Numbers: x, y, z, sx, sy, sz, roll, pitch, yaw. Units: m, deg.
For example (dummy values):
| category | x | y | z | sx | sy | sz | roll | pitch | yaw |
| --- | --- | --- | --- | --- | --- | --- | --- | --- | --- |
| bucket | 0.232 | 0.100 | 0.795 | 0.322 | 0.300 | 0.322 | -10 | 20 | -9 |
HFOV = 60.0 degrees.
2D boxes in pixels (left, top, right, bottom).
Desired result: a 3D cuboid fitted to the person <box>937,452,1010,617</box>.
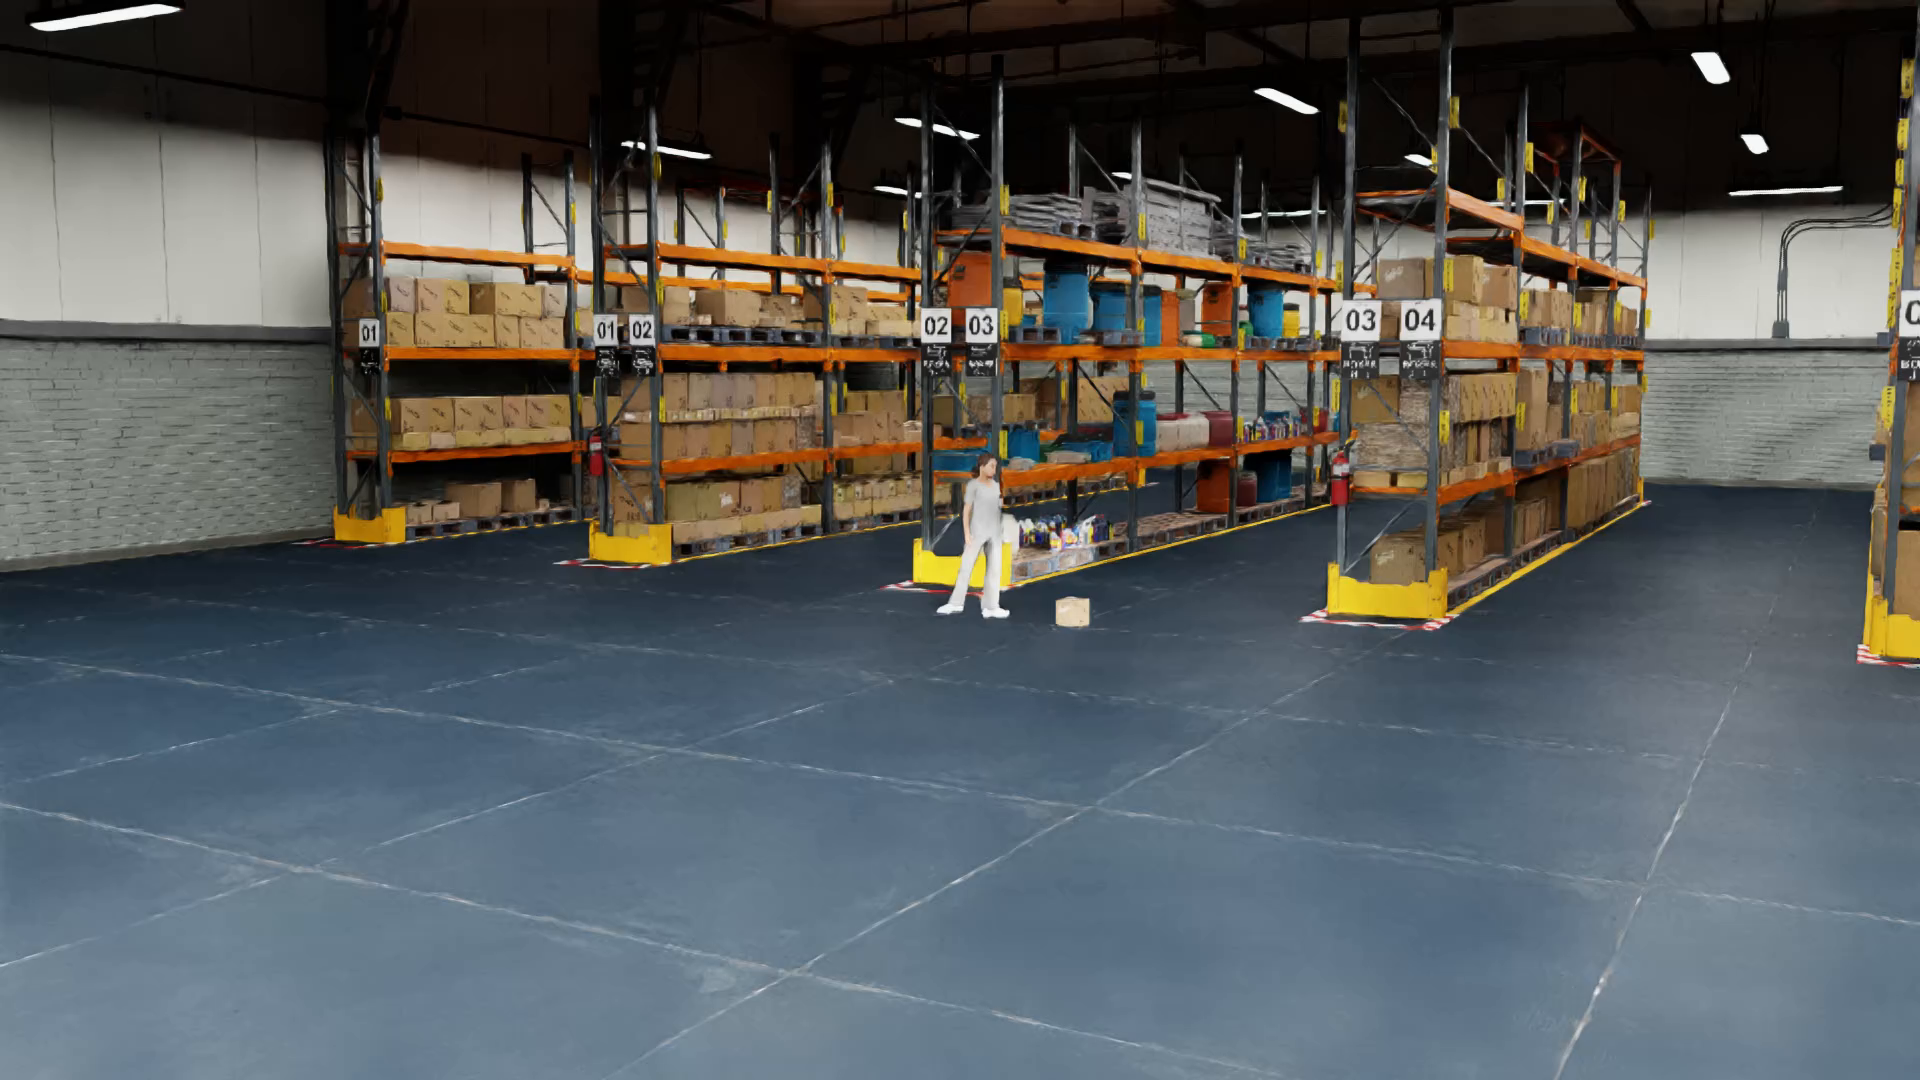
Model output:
| category | x | y | z | sx | sy | sz | roll | pitch | yaw |
| --- | --- | --- | --- | --- | --- | --- | --- | --- | --- |
| person | 0.124 | -0.051 | 16.845 | 0.646 | 1.668 | 0.471 | -3 | 7 | -28 |
